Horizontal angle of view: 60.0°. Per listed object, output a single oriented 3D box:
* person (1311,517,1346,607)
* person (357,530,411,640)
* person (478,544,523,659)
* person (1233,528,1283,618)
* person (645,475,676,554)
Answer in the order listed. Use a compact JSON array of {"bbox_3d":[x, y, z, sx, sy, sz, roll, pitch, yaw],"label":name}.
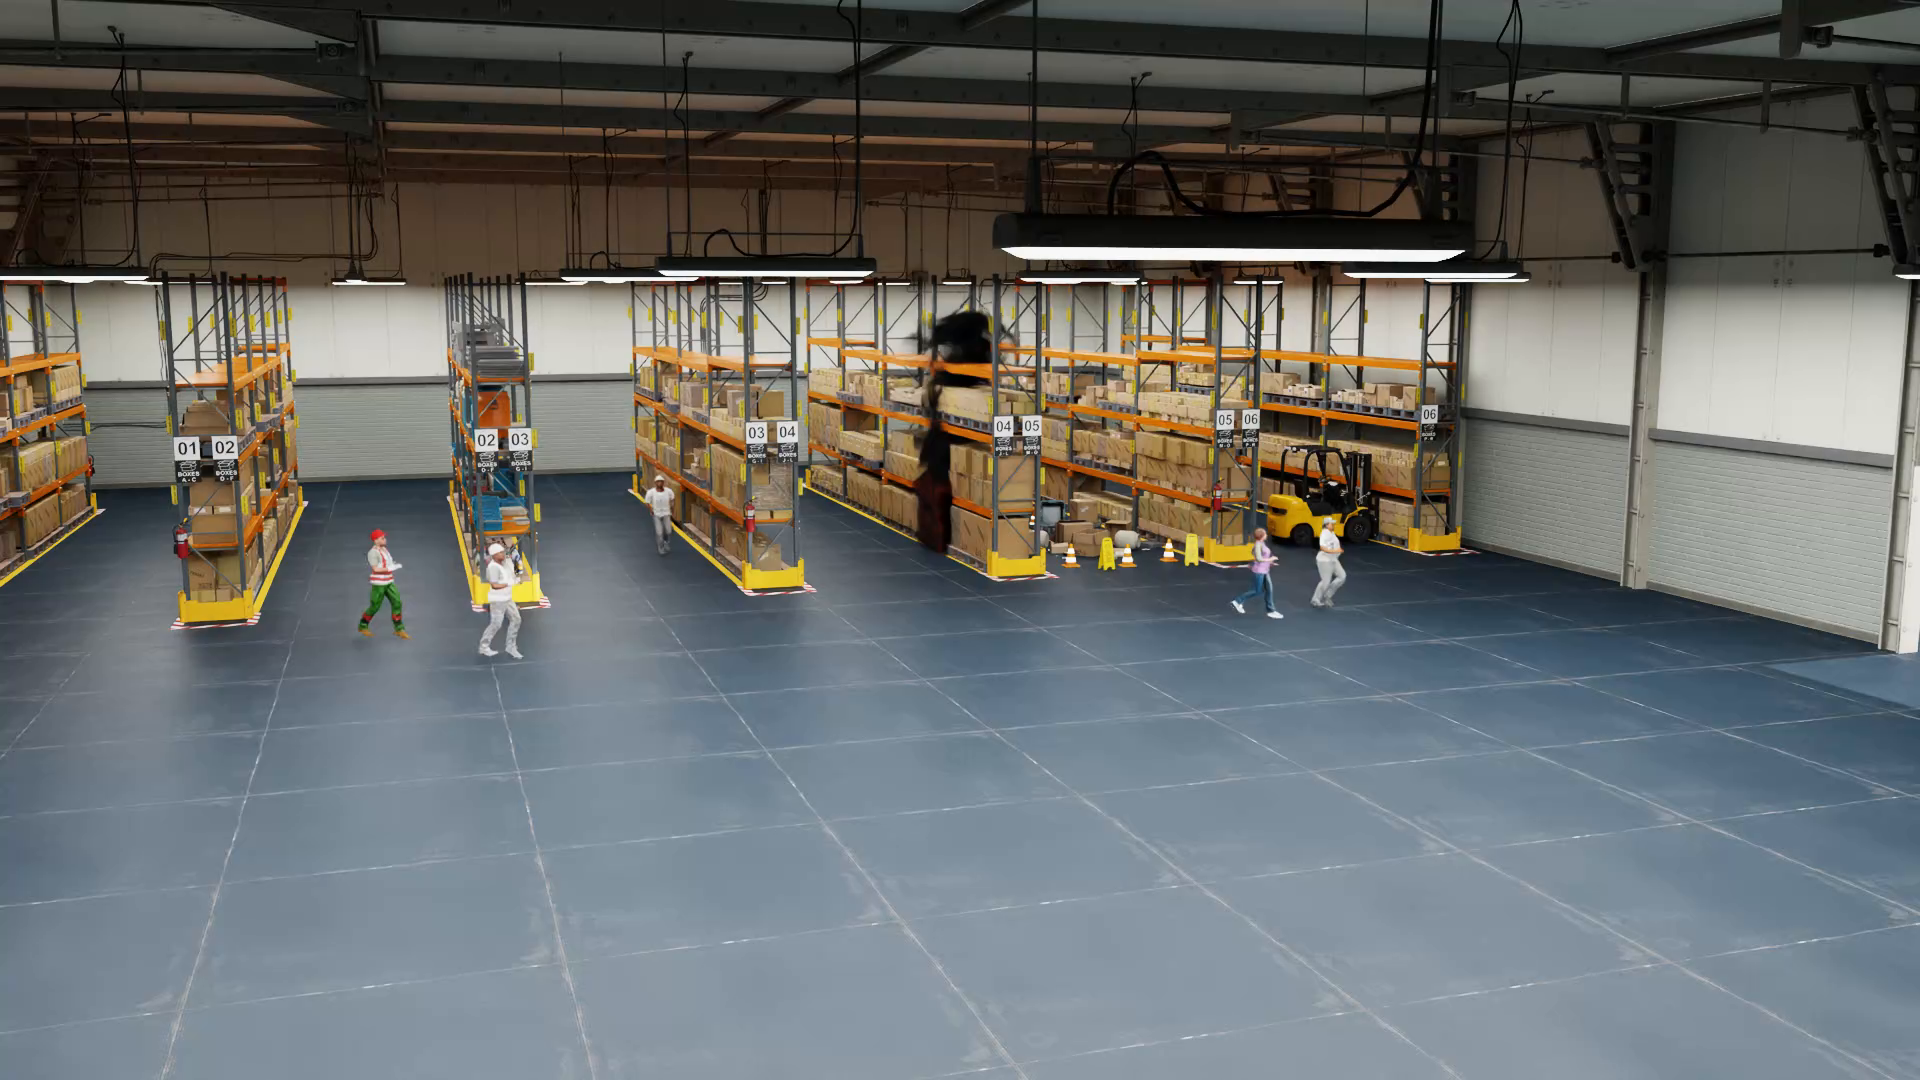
[{"bbox_3d":[6.639,0.403,29.938,0.604,1.662,0.667,5,10,31],"label":"person"},{"bbox_3d":[-9.451,0.738,27.164,0.862,1.835,0.653,2,9,10],"label":"person"},{"bbox_3d":[-7.123,0.967,25.781,0.742,1.838,0.657,0,9,3],"label":"person"},{"bbox_3d":[5.217,0.567,28.982,0.882,1.578,0.543,3,9,21],"label":"person"},{"bbox_3d":[-6.440,-0.537,35.877,0.674,1.721,0.569,-3,9,-17],"label":"person"}]
